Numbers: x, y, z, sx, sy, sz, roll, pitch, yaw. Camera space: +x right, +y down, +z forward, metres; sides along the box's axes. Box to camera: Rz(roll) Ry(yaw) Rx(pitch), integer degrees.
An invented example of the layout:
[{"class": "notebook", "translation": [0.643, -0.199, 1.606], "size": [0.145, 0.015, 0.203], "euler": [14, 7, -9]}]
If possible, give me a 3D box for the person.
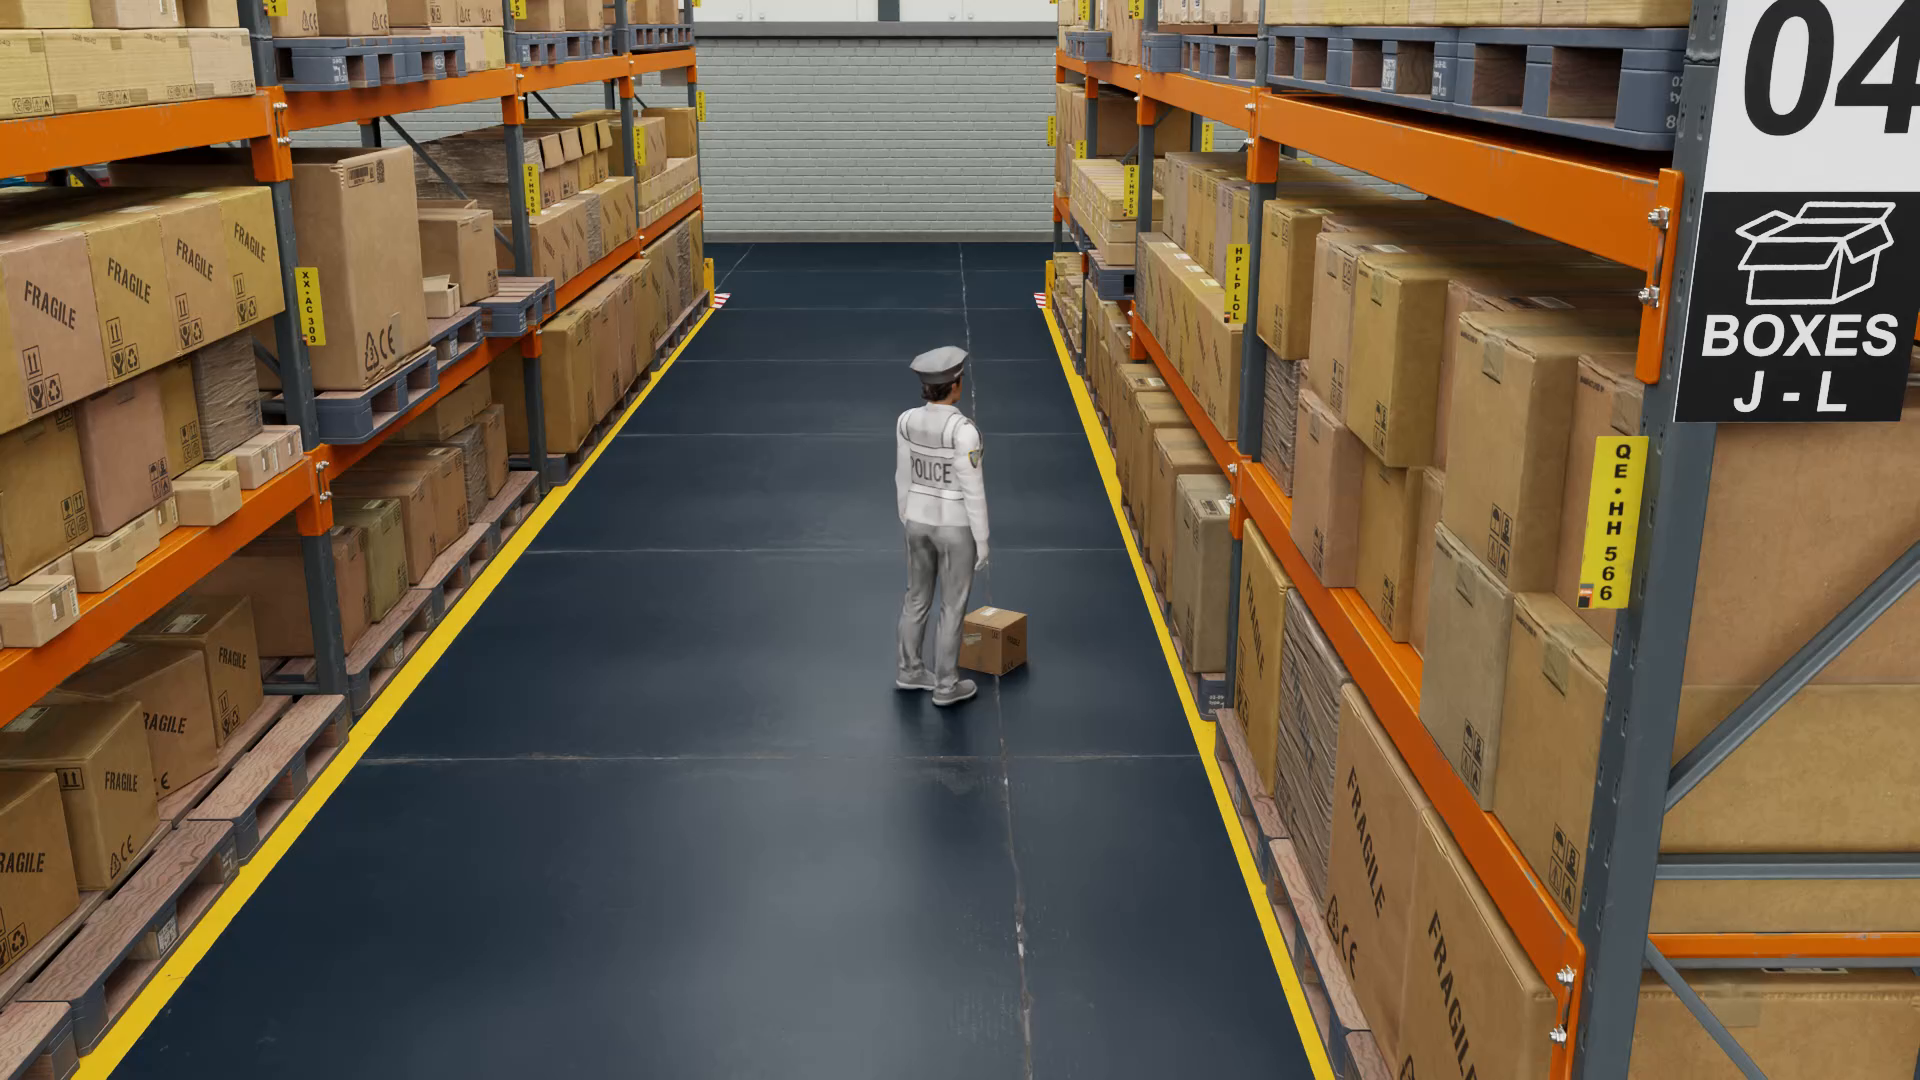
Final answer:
[{"class": "person", "translation": [-0.071, -0.050, 7.671], "size": [0.528, 1.690, 0.343], "euler": [13, 21, 36]}]
